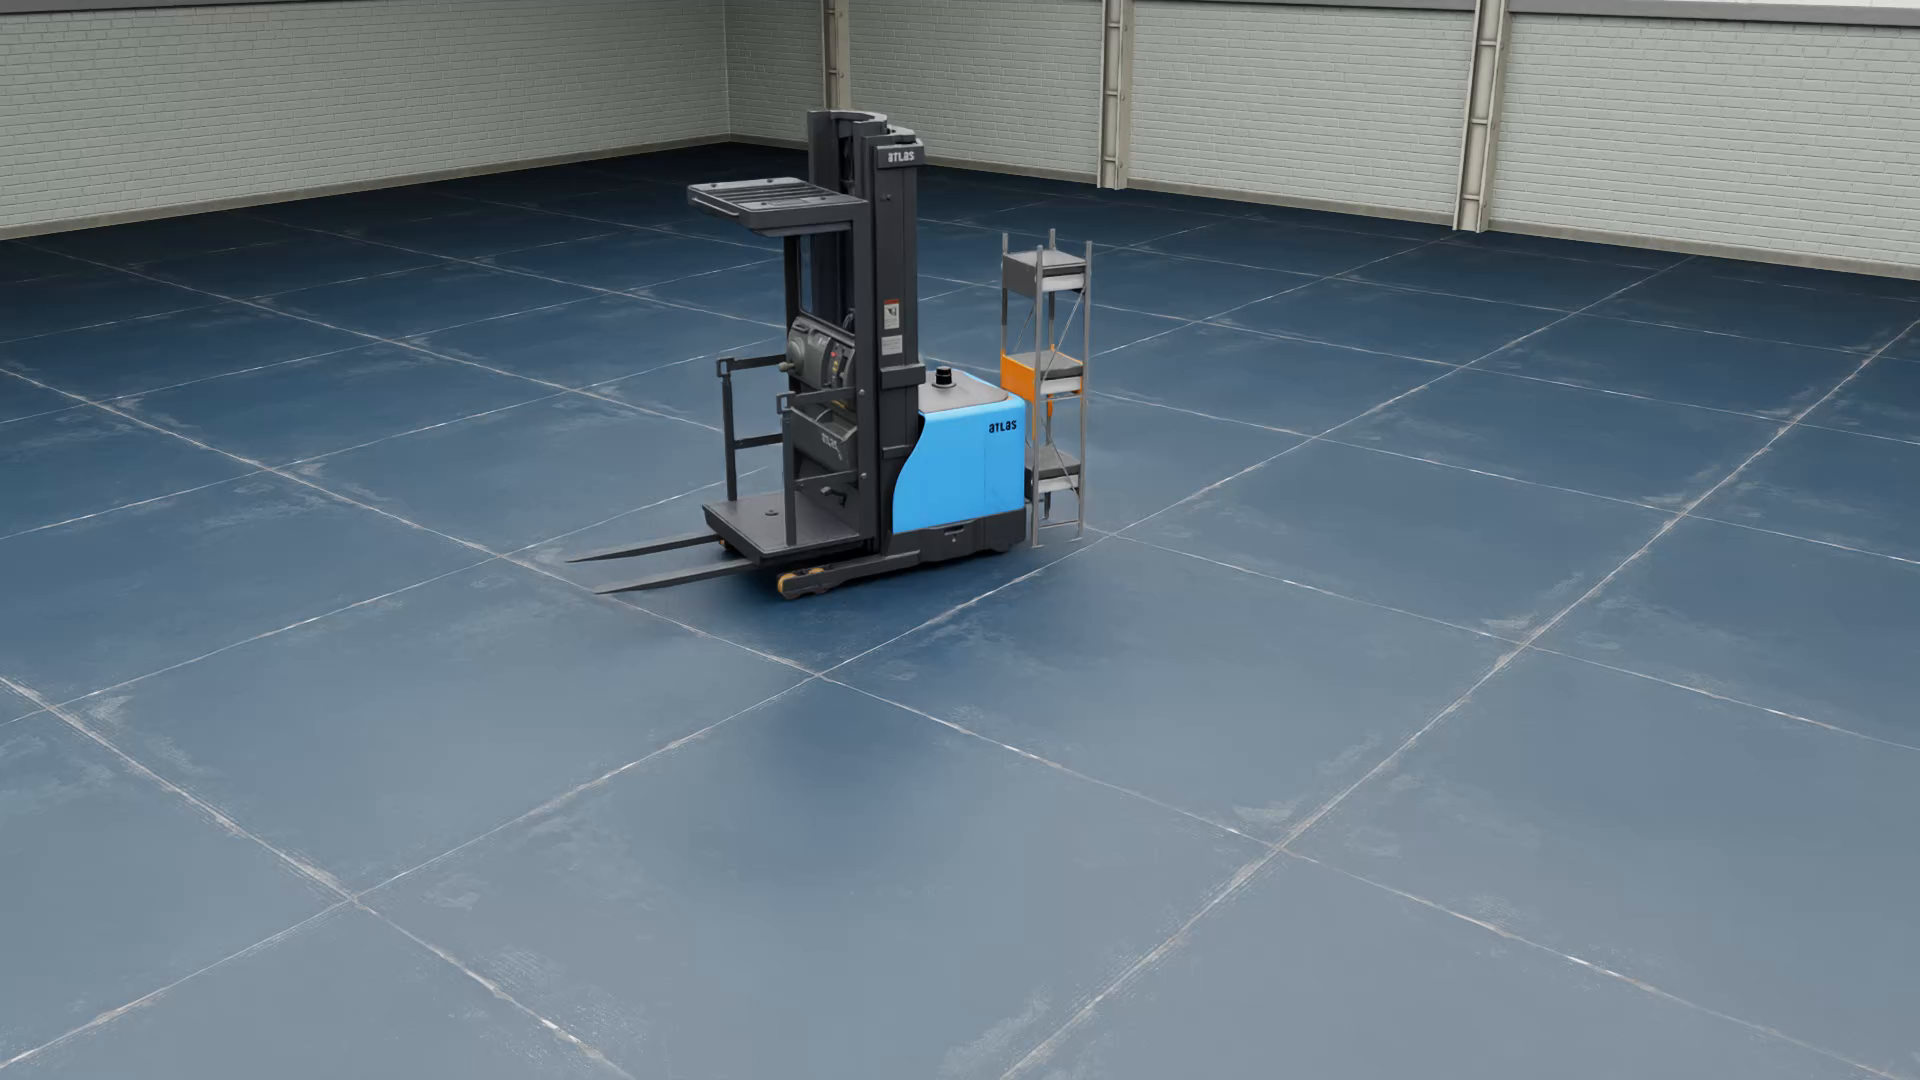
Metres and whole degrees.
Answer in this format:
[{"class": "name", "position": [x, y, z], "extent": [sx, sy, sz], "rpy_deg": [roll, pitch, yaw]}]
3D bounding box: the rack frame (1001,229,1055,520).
[{"class": "rack frame", "position": [0.467, -1.110, 11.634], "extent": [0.400, 2.100, 0.015], "rpy_deg": [-10, 23, -24]}]

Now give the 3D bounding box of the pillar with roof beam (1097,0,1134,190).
[{"class": "pillar with roof beam", "position": [-0.280, -8.684, 21.944], "extent": [0.400, 9.000, 9.100], "rpy_deg": [16, 26, 36]}]

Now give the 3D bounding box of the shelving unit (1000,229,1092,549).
[{"class": "shelving unit", "position": [0.575, -1.032, 11.430], "extent": [0.431, 2.100, 0.503], "rpy_deg": [-10, 23, -24]}]

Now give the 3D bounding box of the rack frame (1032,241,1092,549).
[{"class": "rack frame", "position": [0.683, -0.955, 11.225], "extent": [0.400, 2.100, 0.015], "rpy_deg": [-10, 23, -24]}]

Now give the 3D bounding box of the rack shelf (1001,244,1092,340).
[{"class": "rack shelf", "position": [0.575, -1.675, 11.188], "extent": [0.431, 0.518, 0.480], "rpy_deg": [-10, 23, -24]}]

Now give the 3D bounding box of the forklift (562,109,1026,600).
[{"class": "forklift", "position": [-1.082, -1.202, 10.702], "extent": [3.031, 2.935, 1.130], "rpy_deg": [-11, 23, -27]}]

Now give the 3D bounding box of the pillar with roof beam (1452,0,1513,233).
[{"class": "pillar with roof beam", "position": [4.369, -7.346, 18.394], "extent": [0.400, 9.000, 9.100], "rpy_deg": [16, 26, 36]}]

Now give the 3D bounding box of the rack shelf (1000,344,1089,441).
[{"class": "rack shelf", "position": [0.575, -1.020, 11.435], "extent": [0.431, 0.518, 0.480], "rpy_deg": [-10, 23, -24]}]

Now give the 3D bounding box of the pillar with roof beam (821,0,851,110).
[{"class": "pillar with roof beam", "position": [-4.928, -10.023, 25.494], "extent": [0.400, 9.000, 9.100], "rpy_deg": [16, 26, 36]}]

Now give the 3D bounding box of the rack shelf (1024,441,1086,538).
[{"class": "rack shelf", "position": [0.574, -0.365, 11.681], "extent": [0.431, 0.518, 0.480], "rpy_deg": [-10, 23, -24]}]
